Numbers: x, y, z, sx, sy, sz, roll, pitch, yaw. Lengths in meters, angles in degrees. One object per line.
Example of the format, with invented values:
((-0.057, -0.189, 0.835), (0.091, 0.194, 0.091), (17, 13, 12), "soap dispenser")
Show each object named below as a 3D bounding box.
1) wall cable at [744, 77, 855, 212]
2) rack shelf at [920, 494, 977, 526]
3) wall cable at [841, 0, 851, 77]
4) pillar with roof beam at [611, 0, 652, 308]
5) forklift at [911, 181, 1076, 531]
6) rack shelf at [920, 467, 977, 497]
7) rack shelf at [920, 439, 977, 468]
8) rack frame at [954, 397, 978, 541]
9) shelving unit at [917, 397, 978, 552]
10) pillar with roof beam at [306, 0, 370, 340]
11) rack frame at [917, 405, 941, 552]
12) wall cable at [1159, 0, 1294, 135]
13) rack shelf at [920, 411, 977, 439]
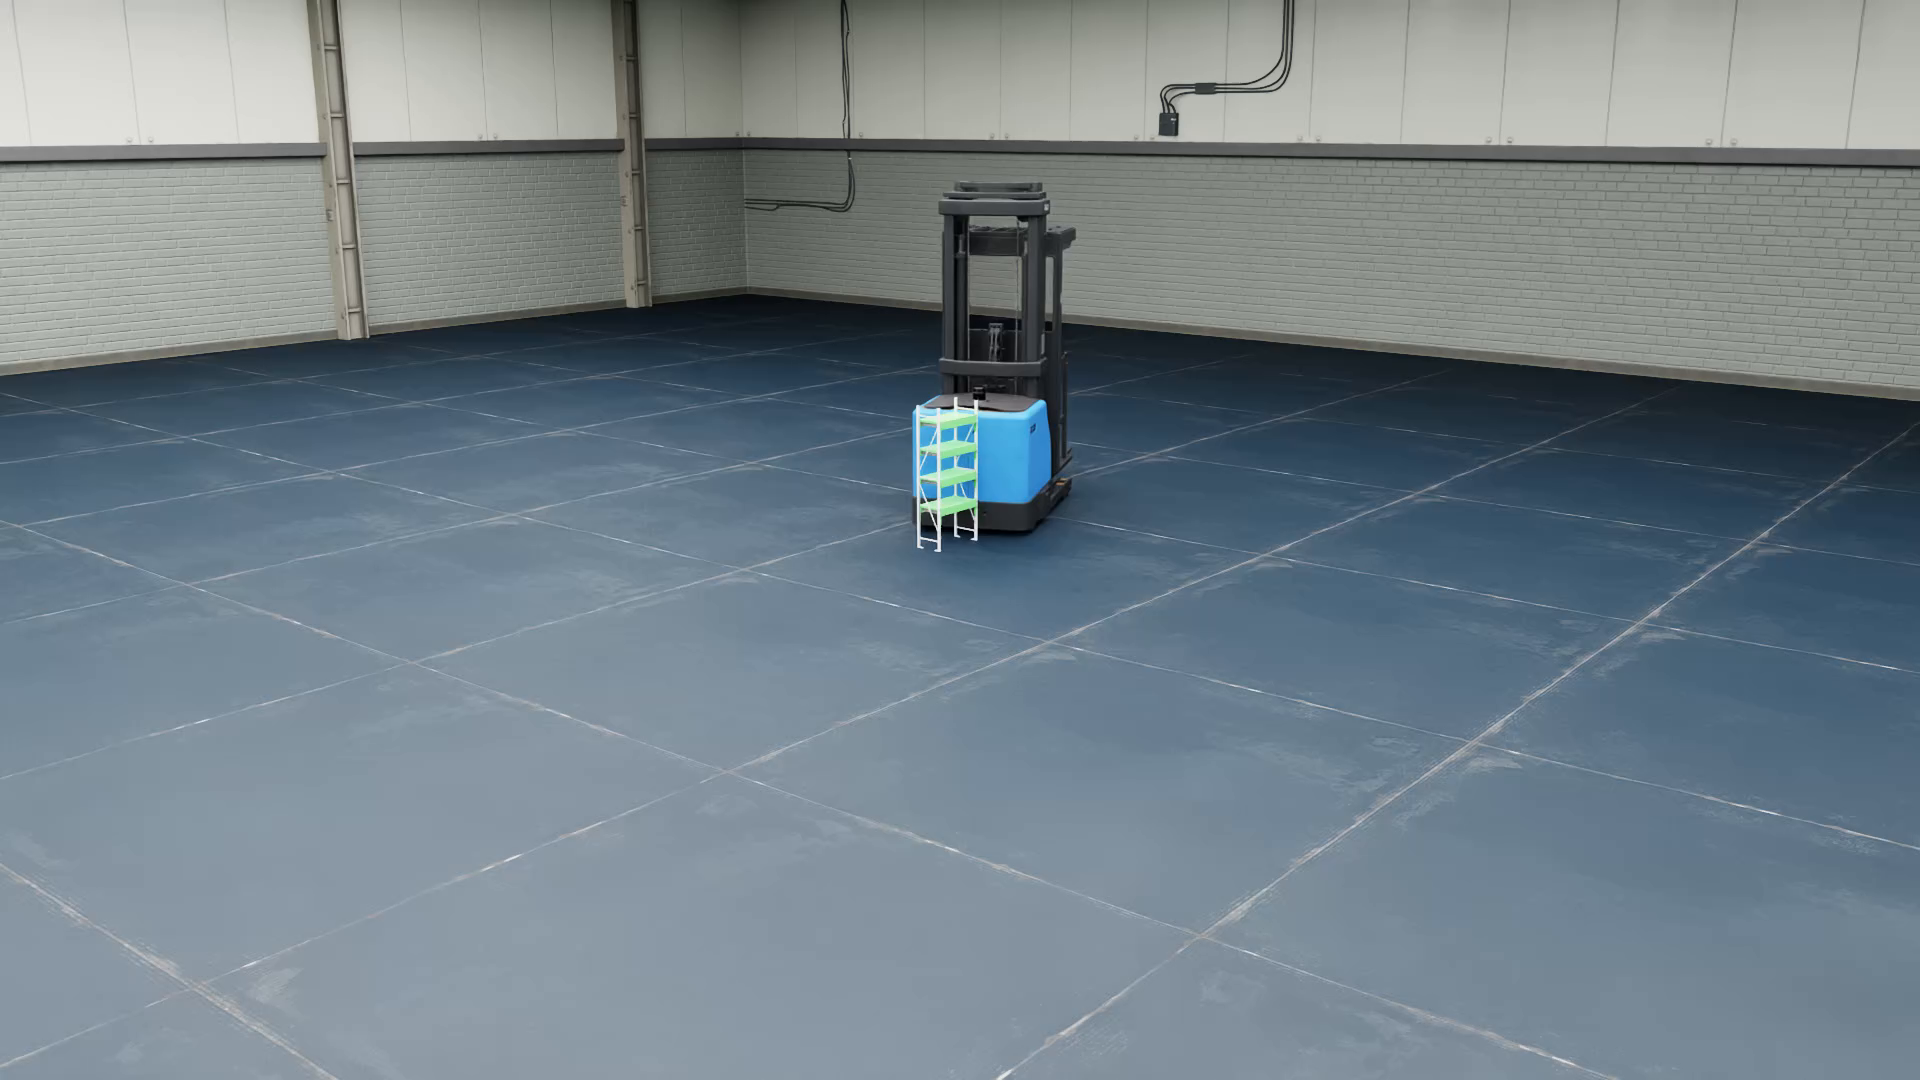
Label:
((-3.218, -7.652, 32.273), (3.097, 2.526, 0.112), (11, 18, 38), "wall cable")
((-0.104, -0.255, 13.925), (0.258, 0.148, 0.480), (11, 18, 38), "rack shelf")
((-1.113, -9.681, 30.003), (3.097, 2.526, 0.112), (11, 18, 38), "wall cable")
((-2.749, -8.131, 27.853), (9.100, 9.000, 0.400), (11, 18, 38), "pillar with roof beam")
((0.438, -1.814, 15.310), (1.130, 2.935, 3.031), (4, 15, 14), "forklift")
((-0.104, -0.488, 13.866), (0.258, 0.148, 0.480), (11, 18, 38), "rack shelf")
((-0.104, -0.721, 13.807), (0.258, 0.148, 0.480), (11, 18, 38), "rack shelf")
((0.049, -0.597, 14.034), (0.240, 1.200, 0.015), (11, 18, 38), "rack frame")
((-0.104, -0.550, 13.850), (0.258, 1.200, 0.503), (11, 18, 38), "shelving unit")
((-6.520, -6.982, 23.330), (9.100, 9.000, 0.400), (11, 18, 38), "pillar with roof beam")
((-0.257, -0.503, 13.666), (0.240, 1.200, 0.015), (11, 18, 38), "rack frame")
((4.156, -9.333, 25.677), (2.305, 6.003, 0.169), (11, 18, 38), "wall cable")
((-0.104, -0.953, 13.748), (0.258, 0.148, 0.480), (11, 18, 38), "rack shelf")
